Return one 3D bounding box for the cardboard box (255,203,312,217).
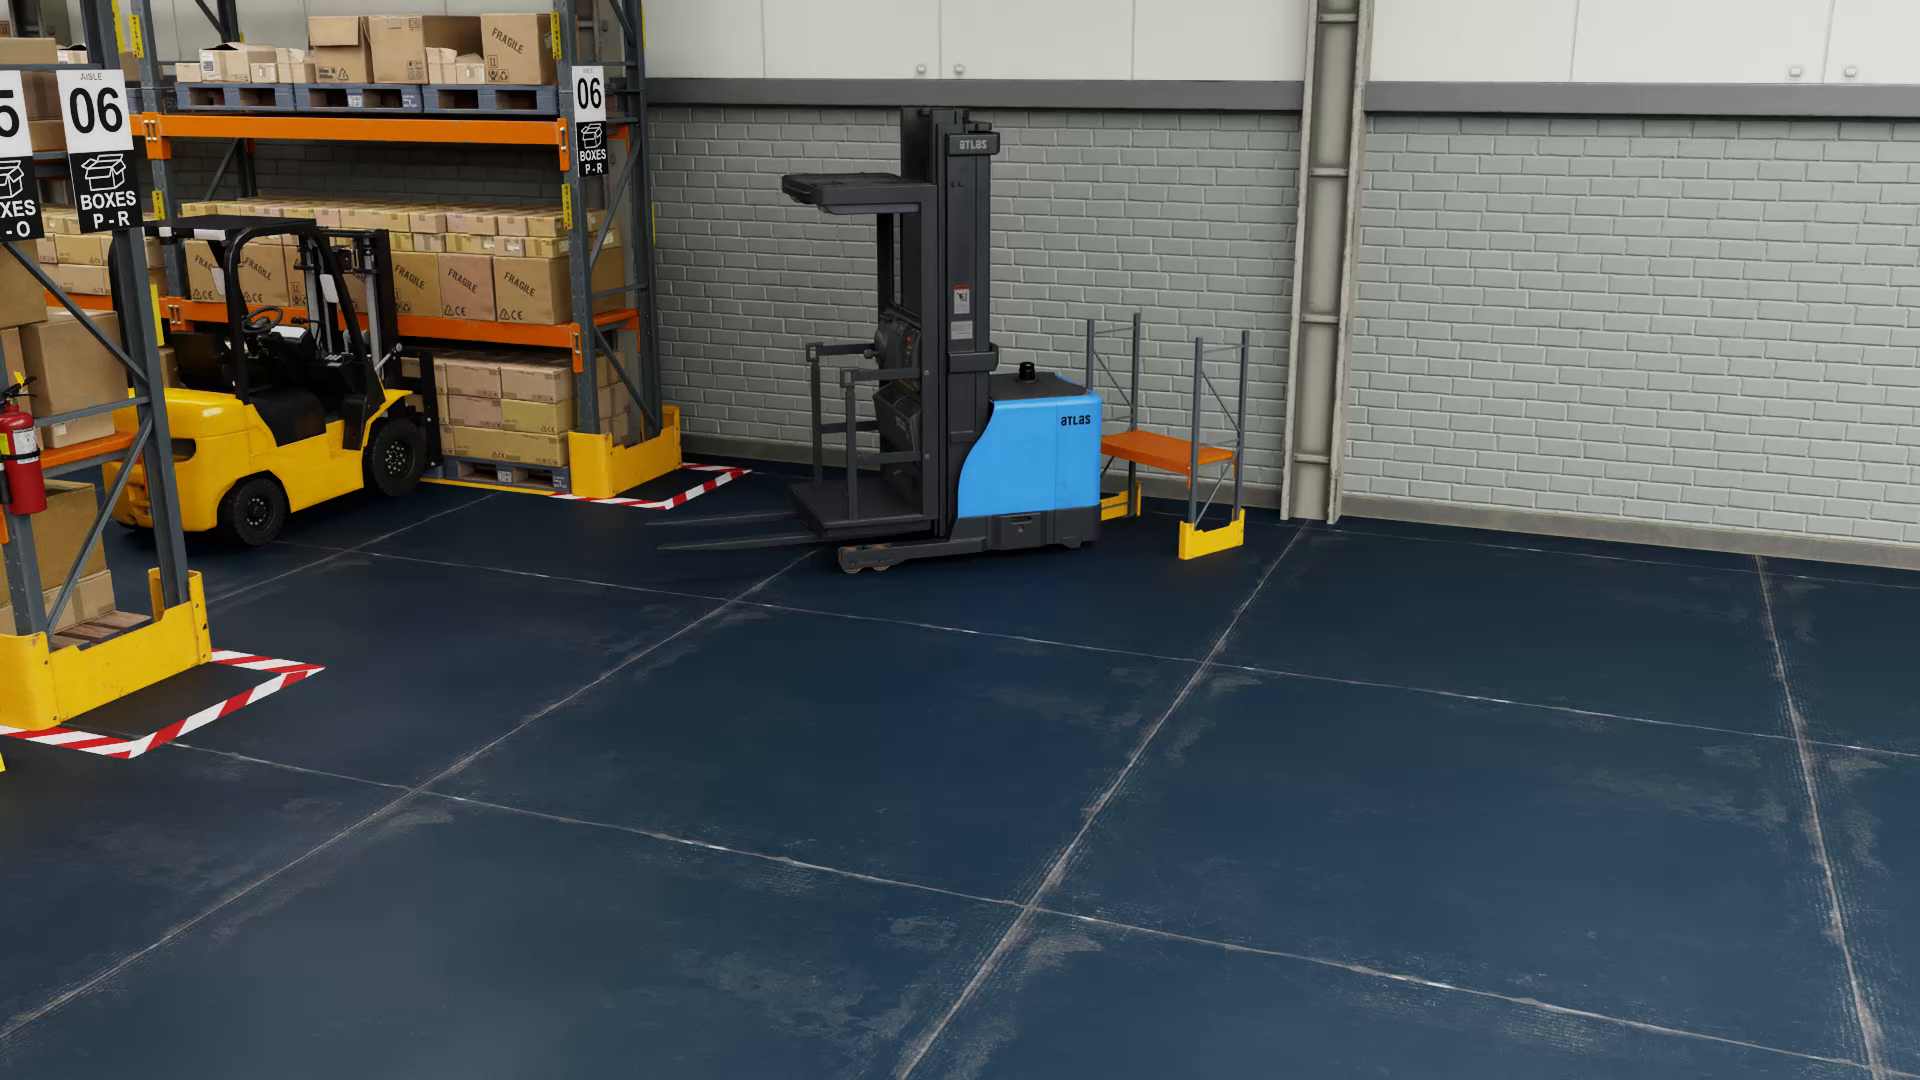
[{"bbox_3d":[-5.492,-2.645,13.529,0.250,0.149,0.380,7,17,22],"label":"cardboard box"}]

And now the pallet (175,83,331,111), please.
[{"bbox_3d":[-5.596,-3.650,13.644,1.213,0.211,1.003,6,17,21],"label":"pallet"}]

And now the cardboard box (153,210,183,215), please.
[{"bbox_3d":[-6.877,-2.825,14.680,0.250,0.149,0.380,6,17,19],"label":"cardboard box"}]

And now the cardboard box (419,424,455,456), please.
[{"bbox_3d":[-4.152,-0.877,13.494,0.500,0.250,0.500,6,17,21],"label":"cardboard box"}]

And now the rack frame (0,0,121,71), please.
[{"bbox_3d":[-4.495,-3.517,7.646,0.127,3.000,1.000,6,17,21],"label":"rack frame"}]

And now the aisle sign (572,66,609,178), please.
[{"bbox_3d":[-2.724,-3.089,12.270,0.004,0.787,0.394,6,17,21],"label":"aisle sign"}]

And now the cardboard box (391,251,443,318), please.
[{"bbox_3d":[-4.188,-2.061,13.214,0.500,0.500,0.500,6,17,20],"label":"cardboard box"}]

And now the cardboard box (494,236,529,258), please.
[{"bbox_3d":[-3.352,-2.264,12.749,0.250,0.149,0.380,7,17,22],"label":"cardboard box"}]

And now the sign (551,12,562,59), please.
[{"bbox_3d":[-2.890,-3.612,11.908,0.005,0.325,0.100,6,17,21],"label":"sign"}]

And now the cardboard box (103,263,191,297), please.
[{"bbox_3d":[-6.963,-2.244,14.292,0.500,0.250,0.500,7,17,22],"label":"cardboard box"}]

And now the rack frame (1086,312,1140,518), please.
[{"bbox_3d":[1.089,-0.861,11.950,0.500,1.500,0.032,-13,21,-38],"label":"rack frame"}]

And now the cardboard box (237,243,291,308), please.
[{"bbox_3d":[-5.591,-2.218,13.755,0.500,0.500,0.500,7,17,22],"label":"cardboard box"}]

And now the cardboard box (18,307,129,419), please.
[{"bbox_3d":[-4.834,-0.947,8.842,0.500,0.500,0.500,6,17,20],"label":"cardboard box"}]

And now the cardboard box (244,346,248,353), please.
[{"bbox_3d":[-5.592,-1.508,13.873,0.500,0.250,0.500,6,17,21],"label":"cardboard box"}]

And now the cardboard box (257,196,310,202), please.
[{"bbox_3d":[-5.773,-2.844,14.214,0.250,0.149,0.380,6,17,19],"label":"cardboard box"}]

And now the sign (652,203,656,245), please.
[{"bbox_3d":[-2.468,-2.520,13.280,0.005,0.325,0.100,6,17,21],"label":"sign"}]

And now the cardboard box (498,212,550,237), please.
[{"bbox_3d":[-3.329,-2.425,12.769,0.250,0.149,0.380,6,17,21],"label":"cardboard box"}]

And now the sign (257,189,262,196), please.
[{"bbox_3d":[-6.197,-2.930,14.692,0.005,0.325,0.100,6,17,21],"label":"sign"}]

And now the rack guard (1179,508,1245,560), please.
[{"bbox_3d":[1.725,-0.047,11.387,0.587,0.250,0.087,-13,21,-38],"label":"rack guard"}]

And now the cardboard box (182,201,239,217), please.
[{"bbox_3d":[-6.211,-2.725,13.804,0.250,0.149,0.380,7,17,22],"label":"cardboard box"}]

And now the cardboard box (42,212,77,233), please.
[{"bbox_3d":[-7.767,-2.765,14.476,0.250,0.149,0.380,6,17,19],"label":"cardboard box"}]

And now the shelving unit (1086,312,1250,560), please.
[{"bbox_3d":[1.407,-0.754,11.581,0.587,1.500,1.083,-13,21,-38],"label":"shelving unit"}]

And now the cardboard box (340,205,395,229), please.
[{"bbox_3d":[-4.745,-2.593,13.349,0.250,0.149,0.380,6,17,21],"label":"cardboard box"}]

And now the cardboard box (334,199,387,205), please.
[{"bbox_3d":[-5.032,-2.779,13.991,0.250,0.149,0.380,6,17,20],"label":"cardboard box"}]

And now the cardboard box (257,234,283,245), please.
[{"bbox_3d":[-5.502,-2.501,13.566,0.250,0.149,0.380,7,17,22],"label":"cardboard box"}]

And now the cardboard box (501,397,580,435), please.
[{"bbox_3d":[-3.245,-1.013,13.066,0.500,0.250,0.500,6,17,20],"label":"cardboard box"}]

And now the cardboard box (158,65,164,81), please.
[{"bbox_3d":[-7.116,-4.040,14.346,0.250,0.149,0.380,6,17,21],"label":"cardboard box"}]

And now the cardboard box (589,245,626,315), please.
[{"bbox_3d":[-3.037,-2.094,13.327,0.500,0.500,0.500,7,18,22],"label":"cardboard box"}]

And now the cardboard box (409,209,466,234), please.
[{"bbox_3d":[-4.070,-2.487,12.984,0.250,0.149,0.380,7,18,22],"label":"cardboard box"}]

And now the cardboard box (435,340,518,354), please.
[{"bbox_3d":[-3.983,-1.487,13.801,0.500,0.250,0.500,6,17,20],"label":"cardboard box"}]

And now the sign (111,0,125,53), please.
[{"bbox_3d":[-4.297,-2.637,8.427,0.005,0.325,0.100,6,17,21],"label":"sign"}]

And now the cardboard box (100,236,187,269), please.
[{"bbox_3d":[-6.949,-2.484,14.224,0.500,0.250,0.500,6,17,19],"label":"cardboard box"}]

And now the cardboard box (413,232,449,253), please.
[{"bbox_3d":[-4.063,-2.350,13.045,0.250,0.149,0.380,6,17,19],"label":"cardboard box"}]

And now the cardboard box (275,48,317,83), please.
[{"bbox_3d":[-5.129,-3.728,13.061,0.258,0.266,0.396,6,17,19],"label":"cardboard box"}]

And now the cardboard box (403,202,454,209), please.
[{"bbox_3d":[-4.340,-2.681,13.652,0.250,0.149,0.380,6,17,21],"label":"cardboard box"}]

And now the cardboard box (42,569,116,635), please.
[{"bbox_3d":[-5.144,0.329,9.339,0.500,0.250,0.500,6,17,20],"label":"cardboard box"}]

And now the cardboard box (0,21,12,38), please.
[{"bbox_3d":[-8.588,-4.238,14.401,0.500,0.500,0.500,7,17,22],"label":"cardboard box"}]

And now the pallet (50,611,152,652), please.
[{"bbox_3d":[-5.309,0.604,9.216,1.213,0.211,1.003,6,17,21],"label":"pallet"}]

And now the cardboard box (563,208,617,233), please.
[{"bbox_3d":[-2.912,-2.515,13.082,0.250,0.149,0.380,6,17,20],"label":"cardboard box"}]

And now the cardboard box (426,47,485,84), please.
[{"bbox_3d":[-3.796,-3.581,12.556,0.258,0.266,0.396,6,17,21],"label":"cardboard box"}]

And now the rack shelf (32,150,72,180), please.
[{"bbox_3d":[-6.356,-1.935,8.869,4.000,0.370,1.077,6,17,21],"label":"rack shelf"}]

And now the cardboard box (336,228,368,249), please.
[{"bbox_3d":[-4.768,-2.428,13.313,0.250,0.149,0.380,6,17,19],"label":"cardboard box"}]

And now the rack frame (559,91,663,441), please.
[{"bbox_3d":[-2.678,-1.923,12.918,0.127,3.000,1.000,6,17,21],"label":"rack frame"}]

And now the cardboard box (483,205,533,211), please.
[{"bbox_3d":[-3.618,-2.603,13.385,0.250,0.149,0.380,6,17,21],"label":"cardboard box"}]

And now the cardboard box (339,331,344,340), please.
[{"bbox_3d":[-5.393,-1.646,14.347,0.500,0.250,0.500,6,17,20],"label":"cardboard box"}]

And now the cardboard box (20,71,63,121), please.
[{"bbox_3d":[-4.865,-2.267,8.459,0.500,0.250,0.500,6,17,20],"label":"cardboard box"}]

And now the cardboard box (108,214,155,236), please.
[{"bbox_3d":[-7.045,-2.691,14.220,0.250,0.149,0.380,6,17,20],"label":"cardboard box"}]

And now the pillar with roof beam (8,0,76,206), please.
[{"bbox_3d":[-10.156,-4.607,11.401,0.400,9.000,9.100,6,17,21],"label":"pillar with roof beam"}]

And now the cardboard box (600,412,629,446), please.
[{"bbox_3d":[-3.063,-0.905,13.591,0.500,0.250,0.500,6,17,21],"label":"cardboard box"}]

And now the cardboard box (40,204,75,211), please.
[{"bbox_3d":[-8.308,-2.968,15.175,0.250,0.149,0.380,7,18,22],"label":"cardboard box"}]

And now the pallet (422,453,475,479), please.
[{"bbox_3d":[-4.535,-0.777,13.970,1.213,0.211,1.003,6,17,21],"label":"pallet"}]

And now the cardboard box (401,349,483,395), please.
[{"bbox_3d":[-4.171,-1.351,13.331,0.500,0.250,0.500,7,17,21],"label":"cardboard box"}]

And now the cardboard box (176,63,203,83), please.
[{"bbox_3d":[-6.093,-3.777,13.443,0.250,0.149,0.380,7,17,22],"label":"cardboard box"}]

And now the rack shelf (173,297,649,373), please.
[{"bbox_3d":[-4.538,-1.782,13.723,4.000,0.370,1.077,6,17,21],"label":"rack shelf"}]

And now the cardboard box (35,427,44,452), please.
[{"bbox_3d":[-4.922,-0.498,8.458,0.250,0.149,0.380,7,18,22],"label":"cardboard box"}]

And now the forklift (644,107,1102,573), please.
[{"bbox_3d":[-0.600,-1.354,11.080,3.031,2.935,1.130,-5,17,-17],"label":"forklift"}]
